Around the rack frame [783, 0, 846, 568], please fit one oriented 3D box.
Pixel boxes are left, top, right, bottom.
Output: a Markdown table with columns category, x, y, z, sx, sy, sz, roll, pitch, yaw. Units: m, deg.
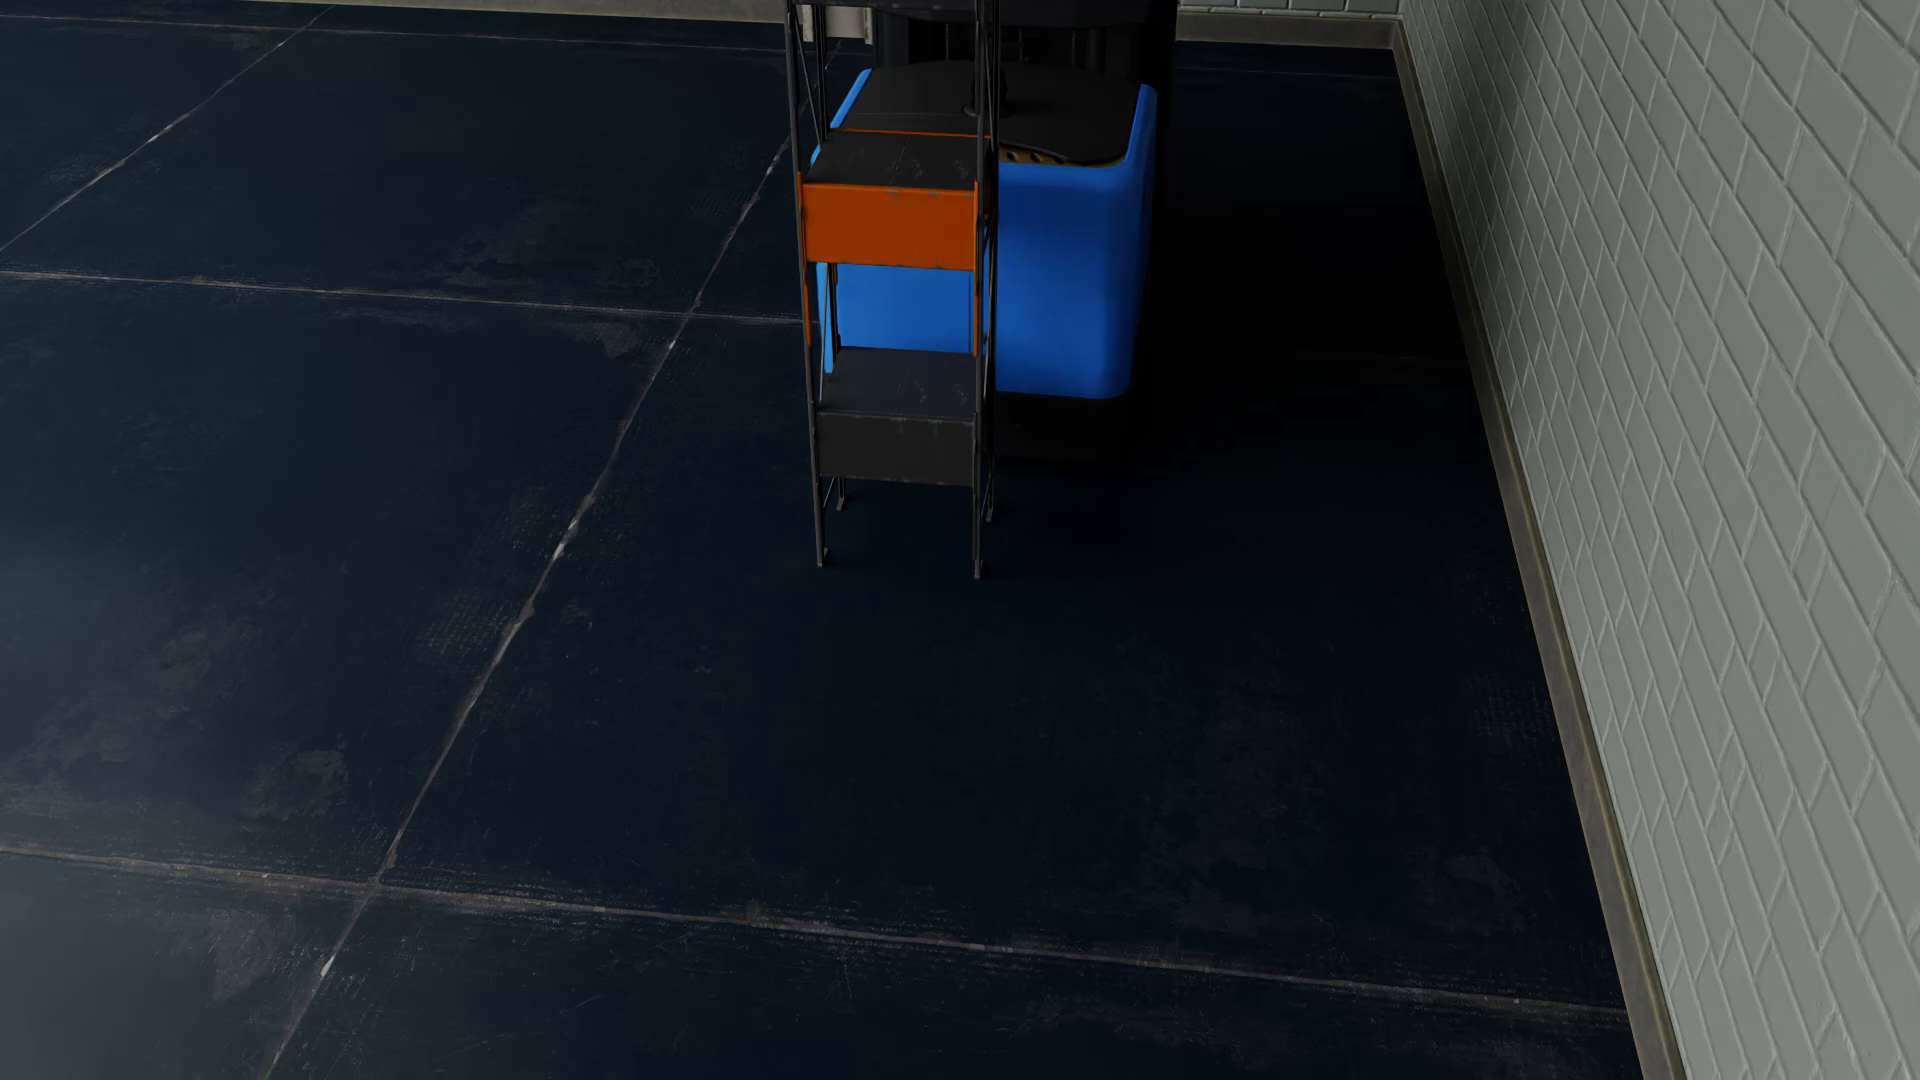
| category | x | y | z | sx | sy | sz | roll | pitch | yaw |
| --- | --- | --- | --- | --- | --- | --- | --- | --- | --- |
| rack frame | -0.406 | -0.885 | 4.683 | 0.015 | 2.100 | 0.400 | 4 | 36 | 6 |

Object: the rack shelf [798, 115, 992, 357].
| category | x | y | z | sx | sy | sz | roll | pitch | yaw |
| --- | --- | --- | --- | --- | --- | --- | --- | --- | --- |
| rack shelf | -0.164 | -0.856 | 4.665 | 0.480 | 0.518 | 0.431 | 4 | 36 | 6 |

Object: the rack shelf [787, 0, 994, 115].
| category | x | y | z | sx | sy | sz | roll | pitch | yaw |
| --- | --- | --- | --- | --- | --- | --- | --- | --- | --- |
| rack shelf | -0.164 | -1.426 | 4.258 | 0.480 | 0.518 | 0.431 | 4 | 36 | 6 |

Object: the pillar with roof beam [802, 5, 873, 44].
| category | x | y | z | sx | sy | sz | roll | pitch | yaw |
| --- | --- | --- | --- | --- | --- | --- | --- | --- | --- |
| pillar with roof beam | -1.183 | -3.975 | 3.073 | 0.400 | 9.000 | 9.100 | 4 | 36 | 6 |

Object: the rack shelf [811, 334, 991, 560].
| category | x | y | z | sx | sy | sz | roll | pitch | yaw |
| --- | --- | --- | --- | --- | --- | --- | --- | --- | --- |
| rack shelf | -0.164 | -0.286 | 5.072 | 0.480 | 0.518 | 0.431 | 4 | 36 | 6 |

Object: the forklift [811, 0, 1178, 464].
| category | x | y | z | sx | sy | sz | roll | pitch | yaw |
| --- | --- | --- | --- | --- | --- | --- | --- | --- | --- |
| forklift | 0.266 | -2.290 | 5.936 | 1.130 | 2.935 | 3.031 | 5 | 36 | 7 |

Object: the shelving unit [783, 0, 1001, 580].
| category | x | y | z | sx | sy | sz | roll | pitch | yaw |
| --- | --- | --- | --- | --- | --- | --- | --- | --- | --- |
| shelving unit | -0.164 | -0.867 | 4.657 | 0.503 | 2.100 | 0.431 | 4 | 36 | 6 |

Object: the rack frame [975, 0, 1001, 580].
| category | x | y | z | sx | sy | sz | roll | pitch | yaw |
| --- | --- | --- | --- | --- | --- | --- | --- | --- | --- |
| rack frame | 0.078 | -0.849 | 4.632 | 0.015 | 2.100 | 0.400 | 4 | 36 | 6 |
